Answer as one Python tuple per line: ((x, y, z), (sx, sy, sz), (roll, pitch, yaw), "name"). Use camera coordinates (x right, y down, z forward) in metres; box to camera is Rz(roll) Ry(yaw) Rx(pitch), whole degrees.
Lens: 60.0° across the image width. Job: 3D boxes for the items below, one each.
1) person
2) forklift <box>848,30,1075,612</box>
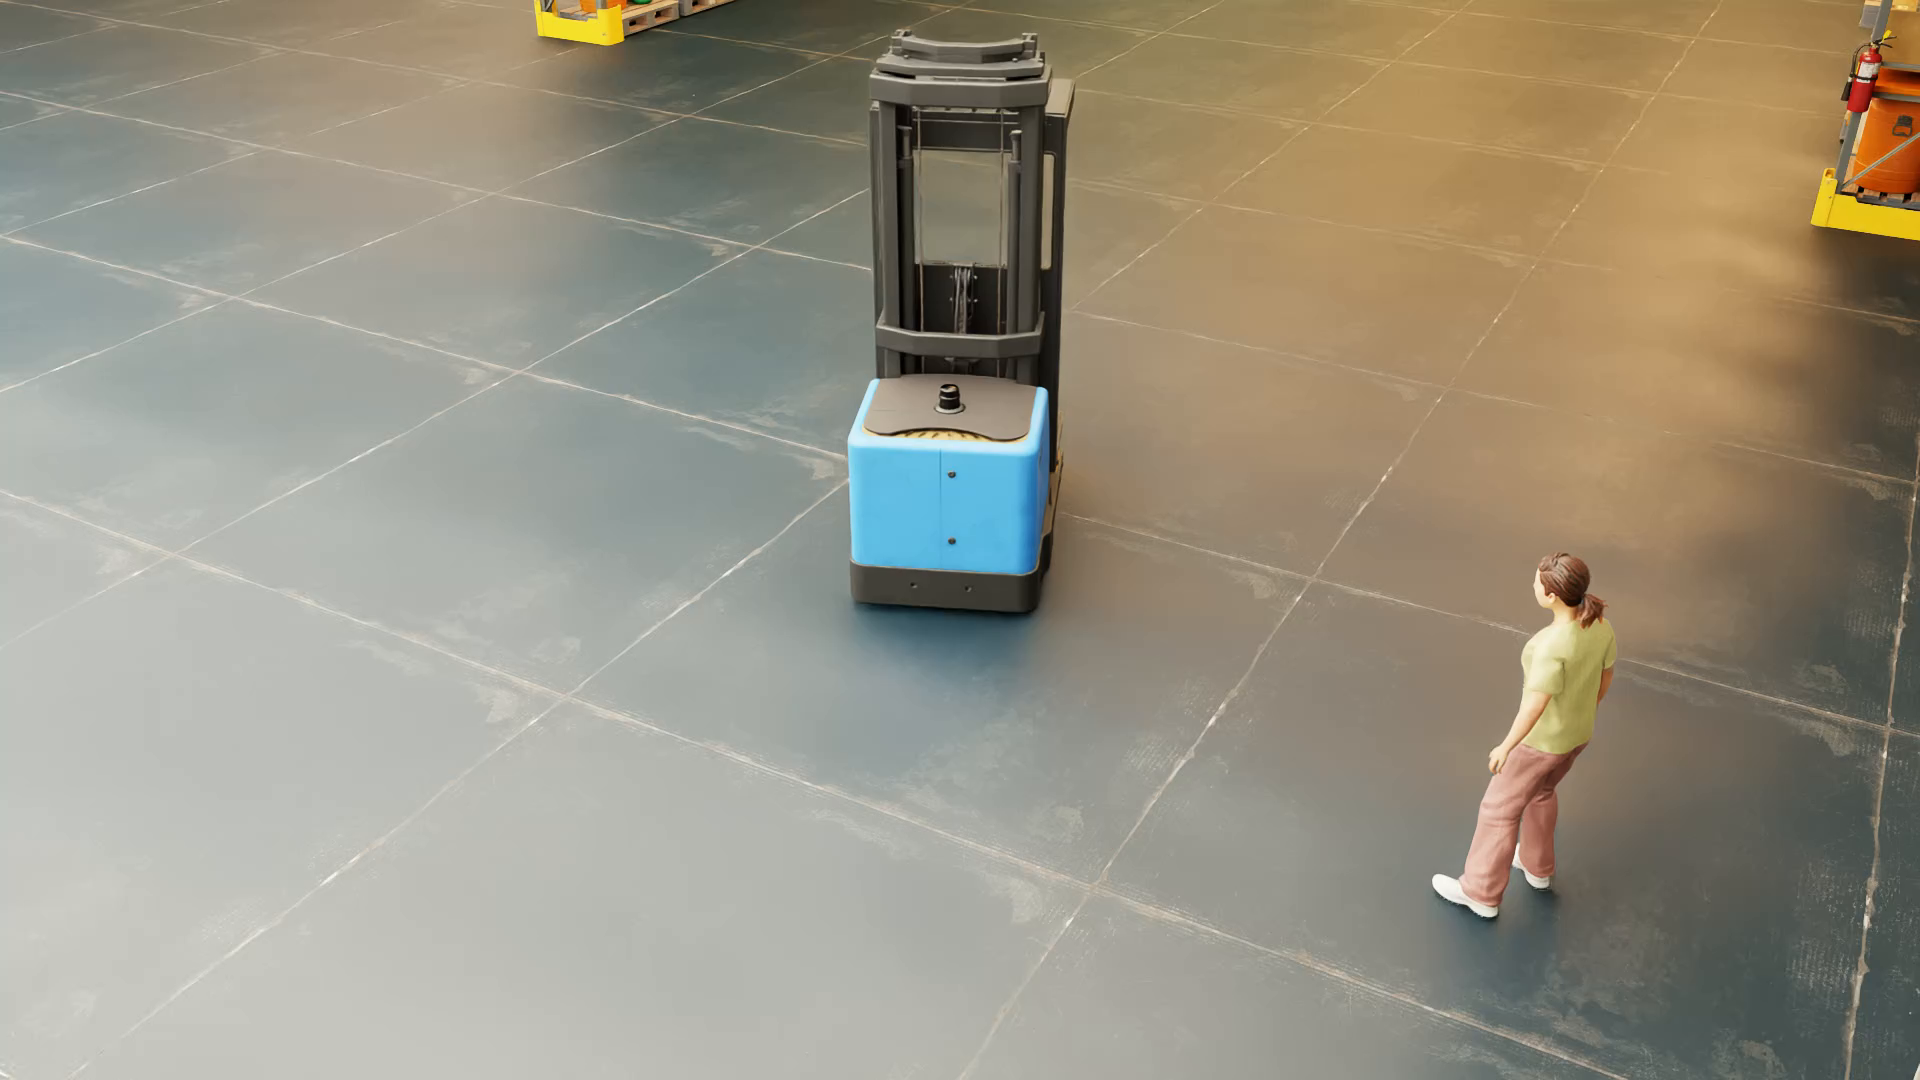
((2.418, 0.797, 6.958), (0.612, 1.667, 0.375), (-21, 36, -31), "person")
((0.075, -1.584, 9.815), (1.130, 2.935, 3.031), (3, 30, 6), "forklift")
